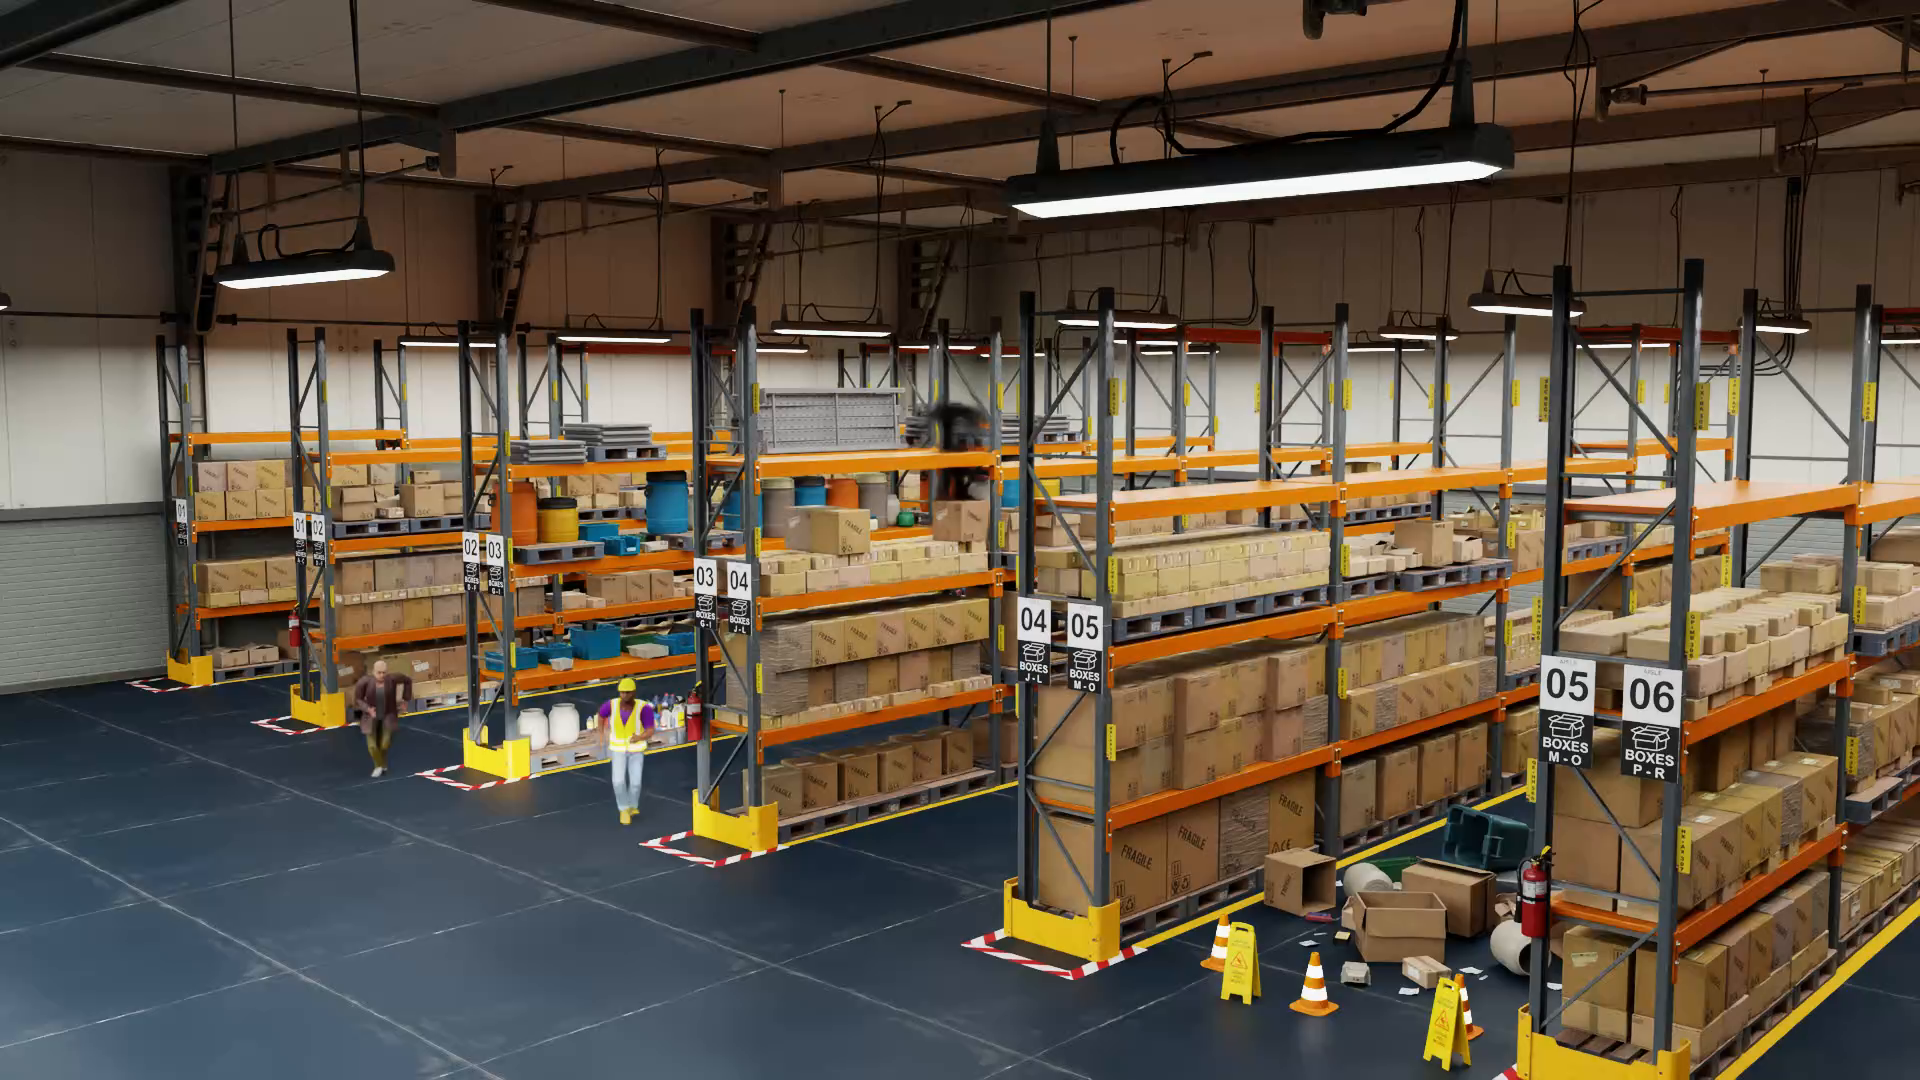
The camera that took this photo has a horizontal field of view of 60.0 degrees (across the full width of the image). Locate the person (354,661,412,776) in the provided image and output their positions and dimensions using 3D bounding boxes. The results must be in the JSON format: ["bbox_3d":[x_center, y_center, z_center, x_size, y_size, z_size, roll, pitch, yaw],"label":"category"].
[{"bbox_3d":[-7.544,2.334,21.788,0.736,1.593,0.870,-2,6,-22],"label":"person"}]

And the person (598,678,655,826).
[{"bbox_3d":[-3.912,2.489,19.482,0.679,1.772,0.846,-1,5,-6],"label":"person"}]
